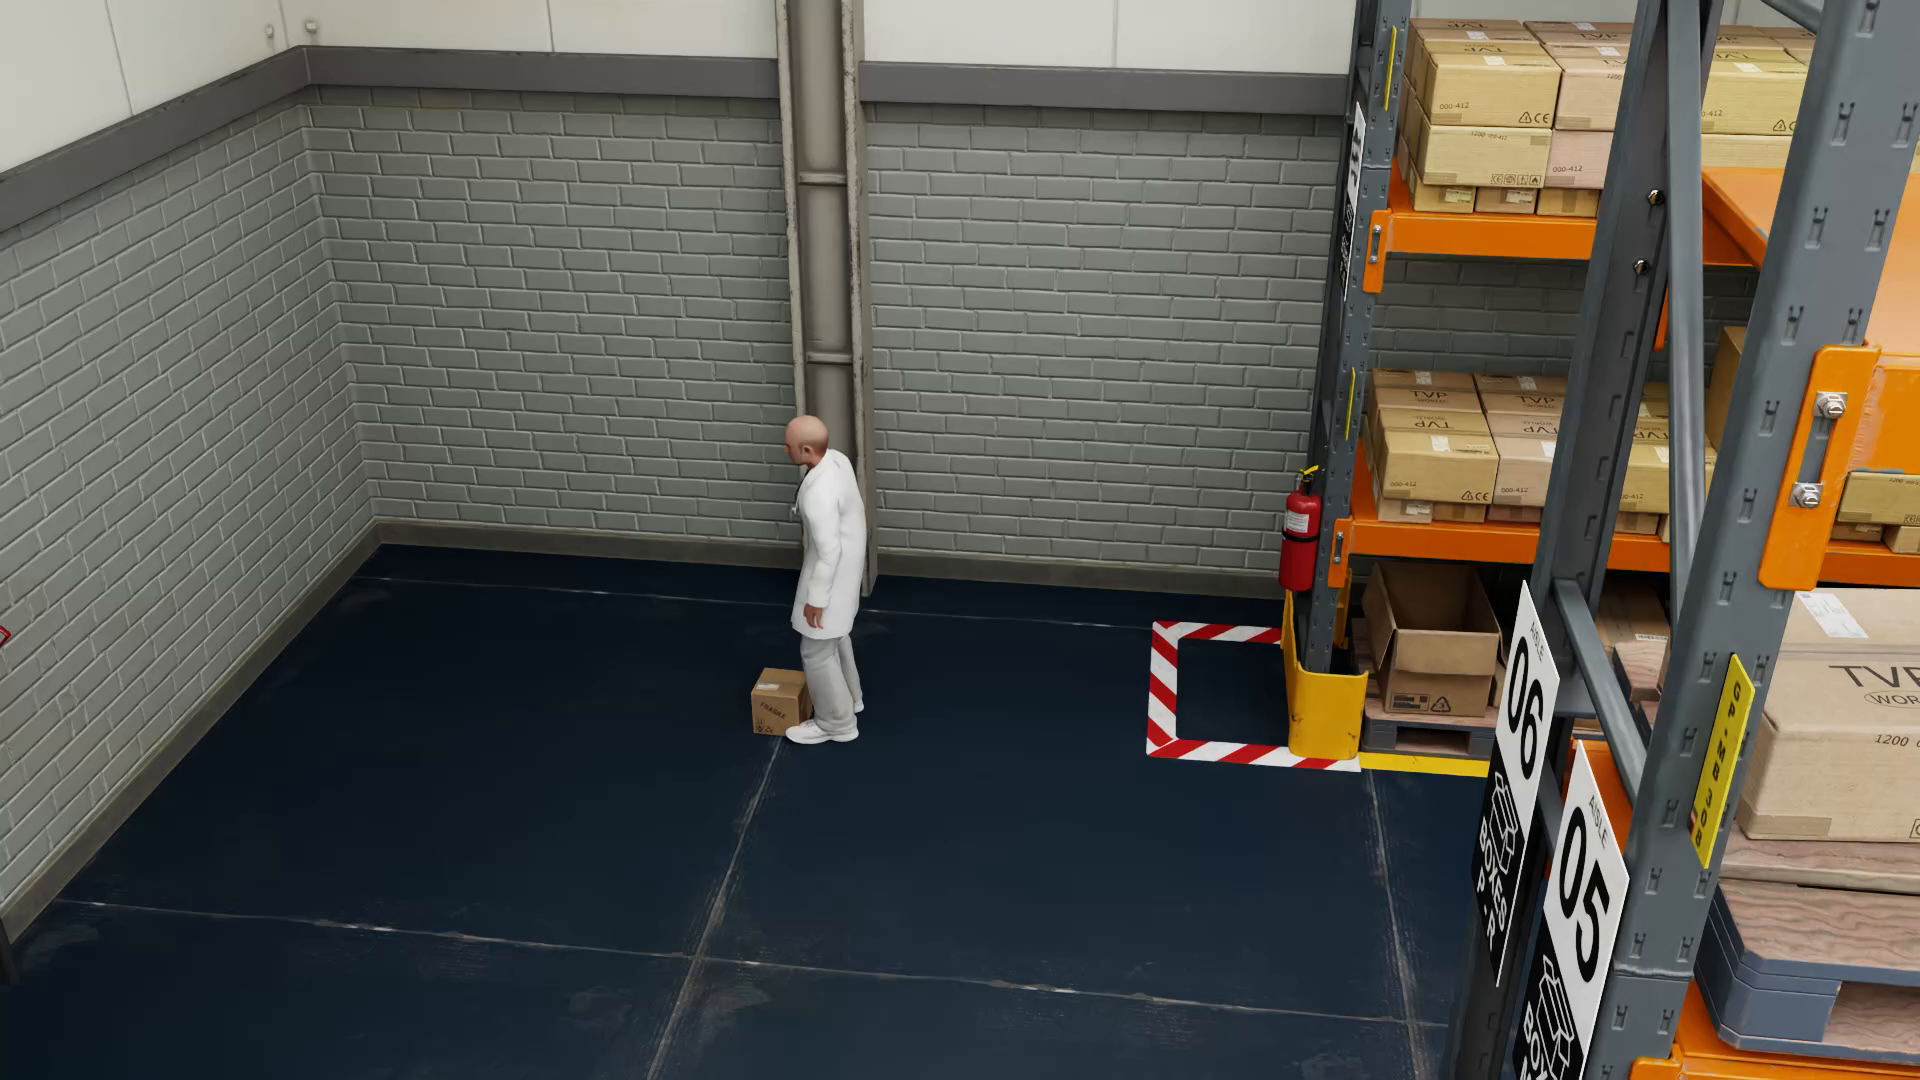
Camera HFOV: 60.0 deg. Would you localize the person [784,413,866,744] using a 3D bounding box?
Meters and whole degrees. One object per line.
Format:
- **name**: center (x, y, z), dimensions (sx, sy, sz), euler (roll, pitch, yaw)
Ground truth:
- **person**: center (-0.679, 0.183, 8.293), dimensions (0.426, 1.774, 0.644), euler (4, 28, 7)
